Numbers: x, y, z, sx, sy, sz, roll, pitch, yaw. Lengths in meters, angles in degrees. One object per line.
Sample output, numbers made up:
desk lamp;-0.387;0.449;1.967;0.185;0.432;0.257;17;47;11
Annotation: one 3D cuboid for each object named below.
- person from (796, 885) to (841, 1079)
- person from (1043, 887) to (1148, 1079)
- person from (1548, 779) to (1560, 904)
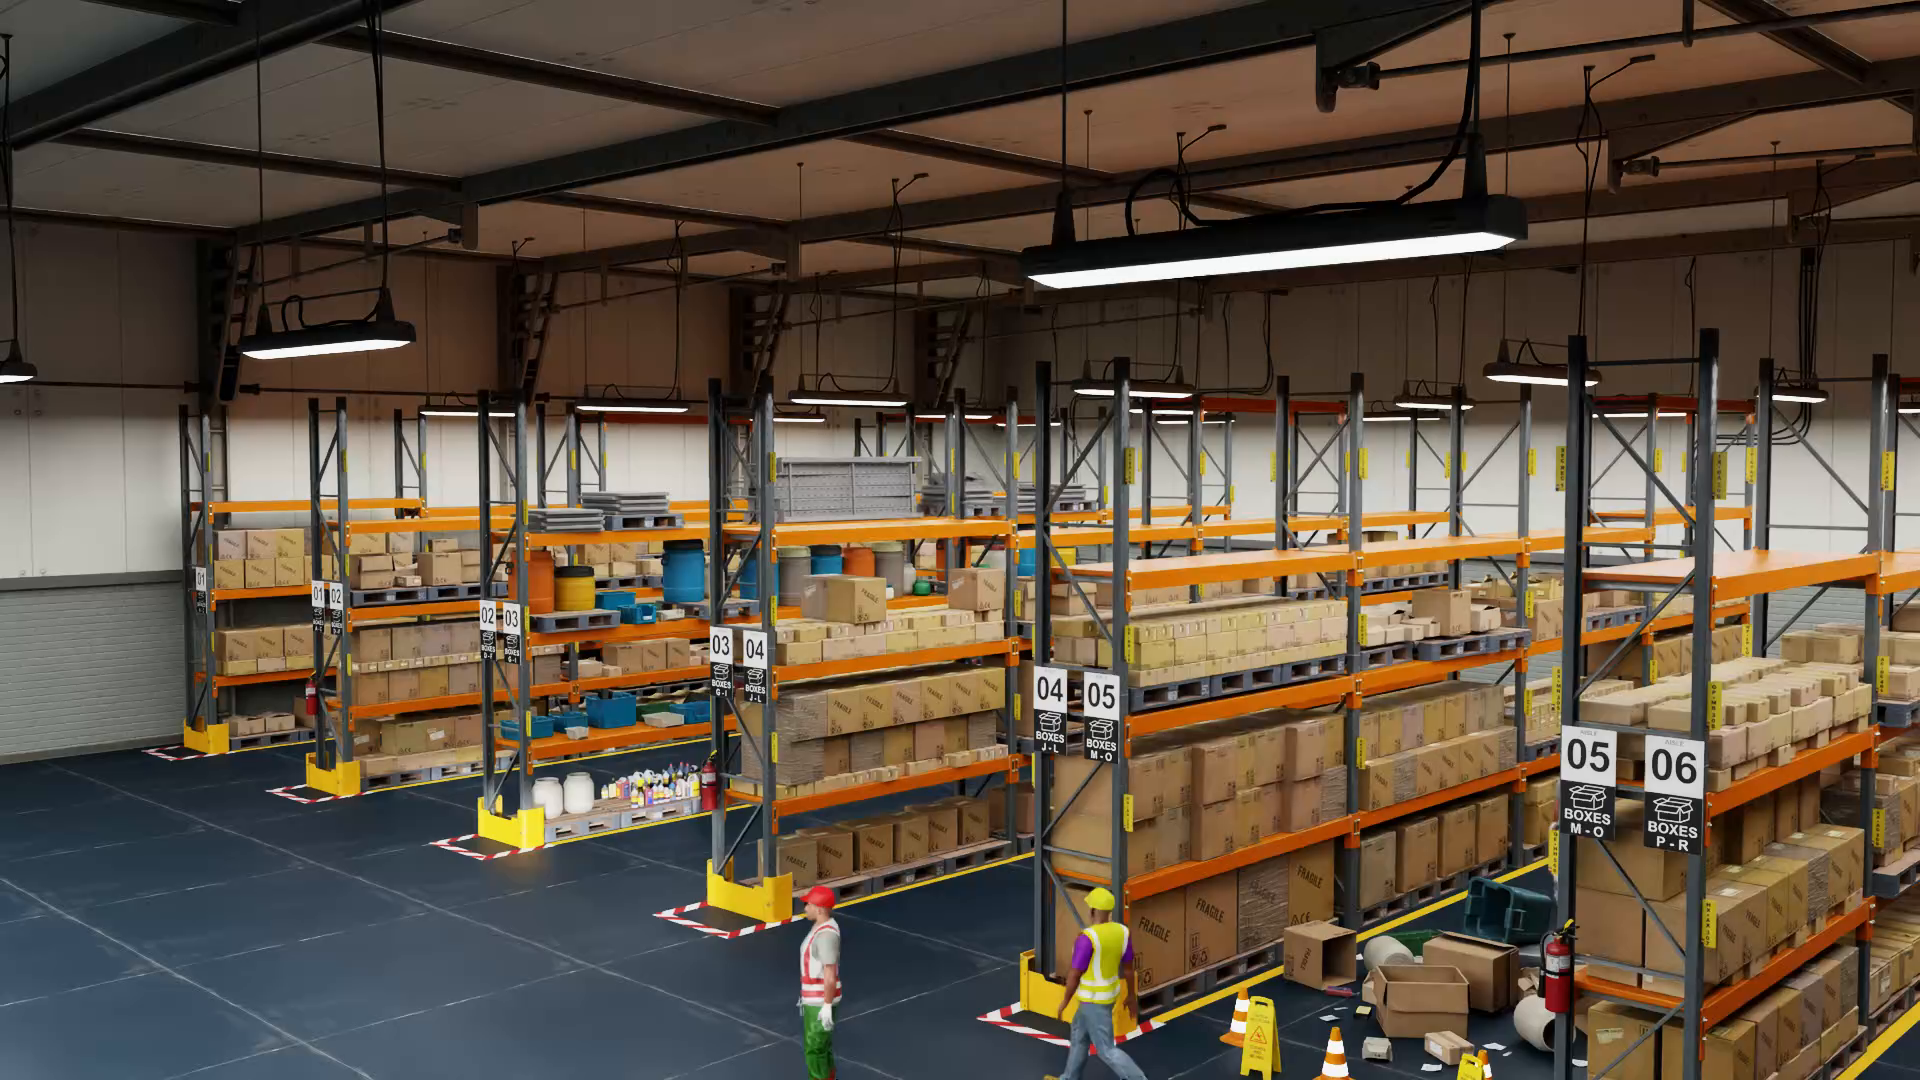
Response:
person;-1.124;3.592;12.859;0.404;1.815;0.622;0;3;-7
person;1.078;3.609;13.107;1.028;1.737;0.511;1;3;22
person;7.044;3.273;19.086;0.574;1.798;0.445;1;3;11
